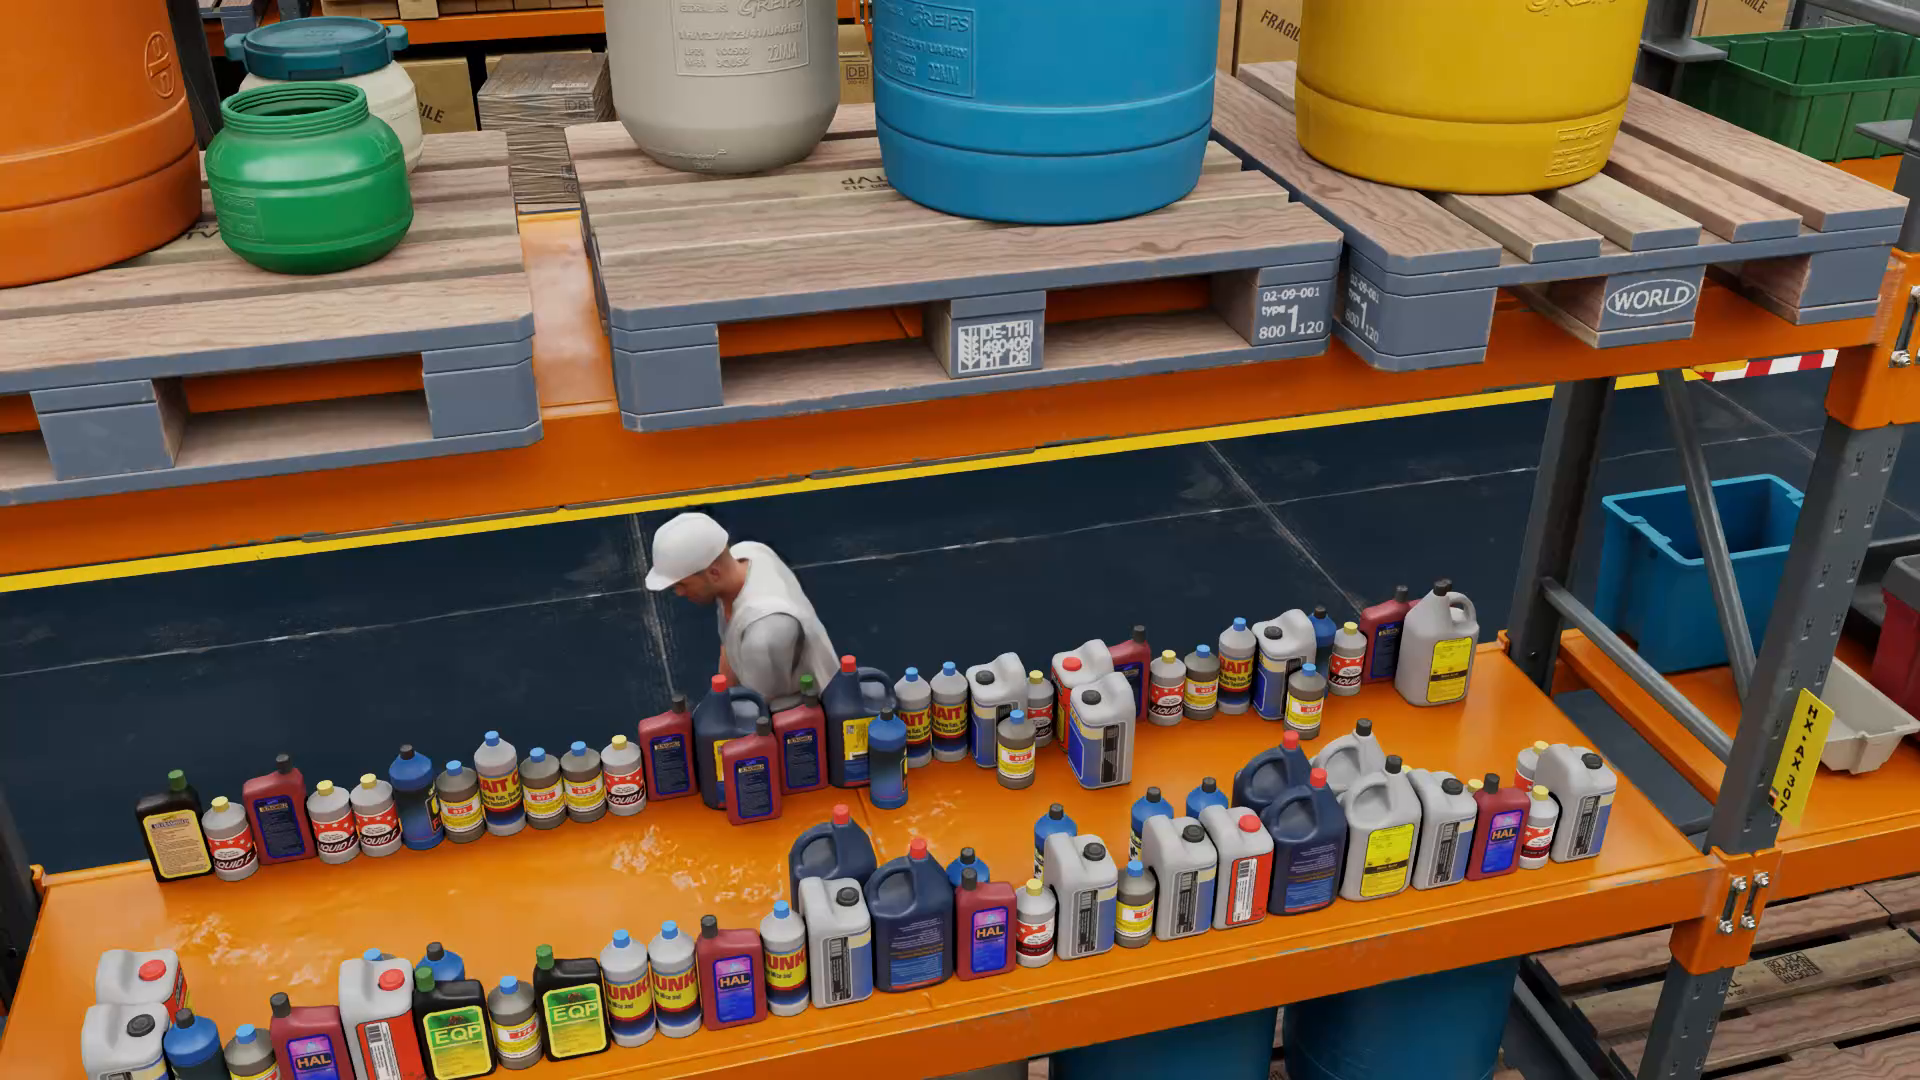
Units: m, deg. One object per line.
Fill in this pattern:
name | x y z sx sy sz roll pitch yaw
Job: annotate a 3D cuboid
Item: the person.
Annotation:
person | -0.625 0.614 5.207 0.602 1.627 0.568 -7 31 -12
